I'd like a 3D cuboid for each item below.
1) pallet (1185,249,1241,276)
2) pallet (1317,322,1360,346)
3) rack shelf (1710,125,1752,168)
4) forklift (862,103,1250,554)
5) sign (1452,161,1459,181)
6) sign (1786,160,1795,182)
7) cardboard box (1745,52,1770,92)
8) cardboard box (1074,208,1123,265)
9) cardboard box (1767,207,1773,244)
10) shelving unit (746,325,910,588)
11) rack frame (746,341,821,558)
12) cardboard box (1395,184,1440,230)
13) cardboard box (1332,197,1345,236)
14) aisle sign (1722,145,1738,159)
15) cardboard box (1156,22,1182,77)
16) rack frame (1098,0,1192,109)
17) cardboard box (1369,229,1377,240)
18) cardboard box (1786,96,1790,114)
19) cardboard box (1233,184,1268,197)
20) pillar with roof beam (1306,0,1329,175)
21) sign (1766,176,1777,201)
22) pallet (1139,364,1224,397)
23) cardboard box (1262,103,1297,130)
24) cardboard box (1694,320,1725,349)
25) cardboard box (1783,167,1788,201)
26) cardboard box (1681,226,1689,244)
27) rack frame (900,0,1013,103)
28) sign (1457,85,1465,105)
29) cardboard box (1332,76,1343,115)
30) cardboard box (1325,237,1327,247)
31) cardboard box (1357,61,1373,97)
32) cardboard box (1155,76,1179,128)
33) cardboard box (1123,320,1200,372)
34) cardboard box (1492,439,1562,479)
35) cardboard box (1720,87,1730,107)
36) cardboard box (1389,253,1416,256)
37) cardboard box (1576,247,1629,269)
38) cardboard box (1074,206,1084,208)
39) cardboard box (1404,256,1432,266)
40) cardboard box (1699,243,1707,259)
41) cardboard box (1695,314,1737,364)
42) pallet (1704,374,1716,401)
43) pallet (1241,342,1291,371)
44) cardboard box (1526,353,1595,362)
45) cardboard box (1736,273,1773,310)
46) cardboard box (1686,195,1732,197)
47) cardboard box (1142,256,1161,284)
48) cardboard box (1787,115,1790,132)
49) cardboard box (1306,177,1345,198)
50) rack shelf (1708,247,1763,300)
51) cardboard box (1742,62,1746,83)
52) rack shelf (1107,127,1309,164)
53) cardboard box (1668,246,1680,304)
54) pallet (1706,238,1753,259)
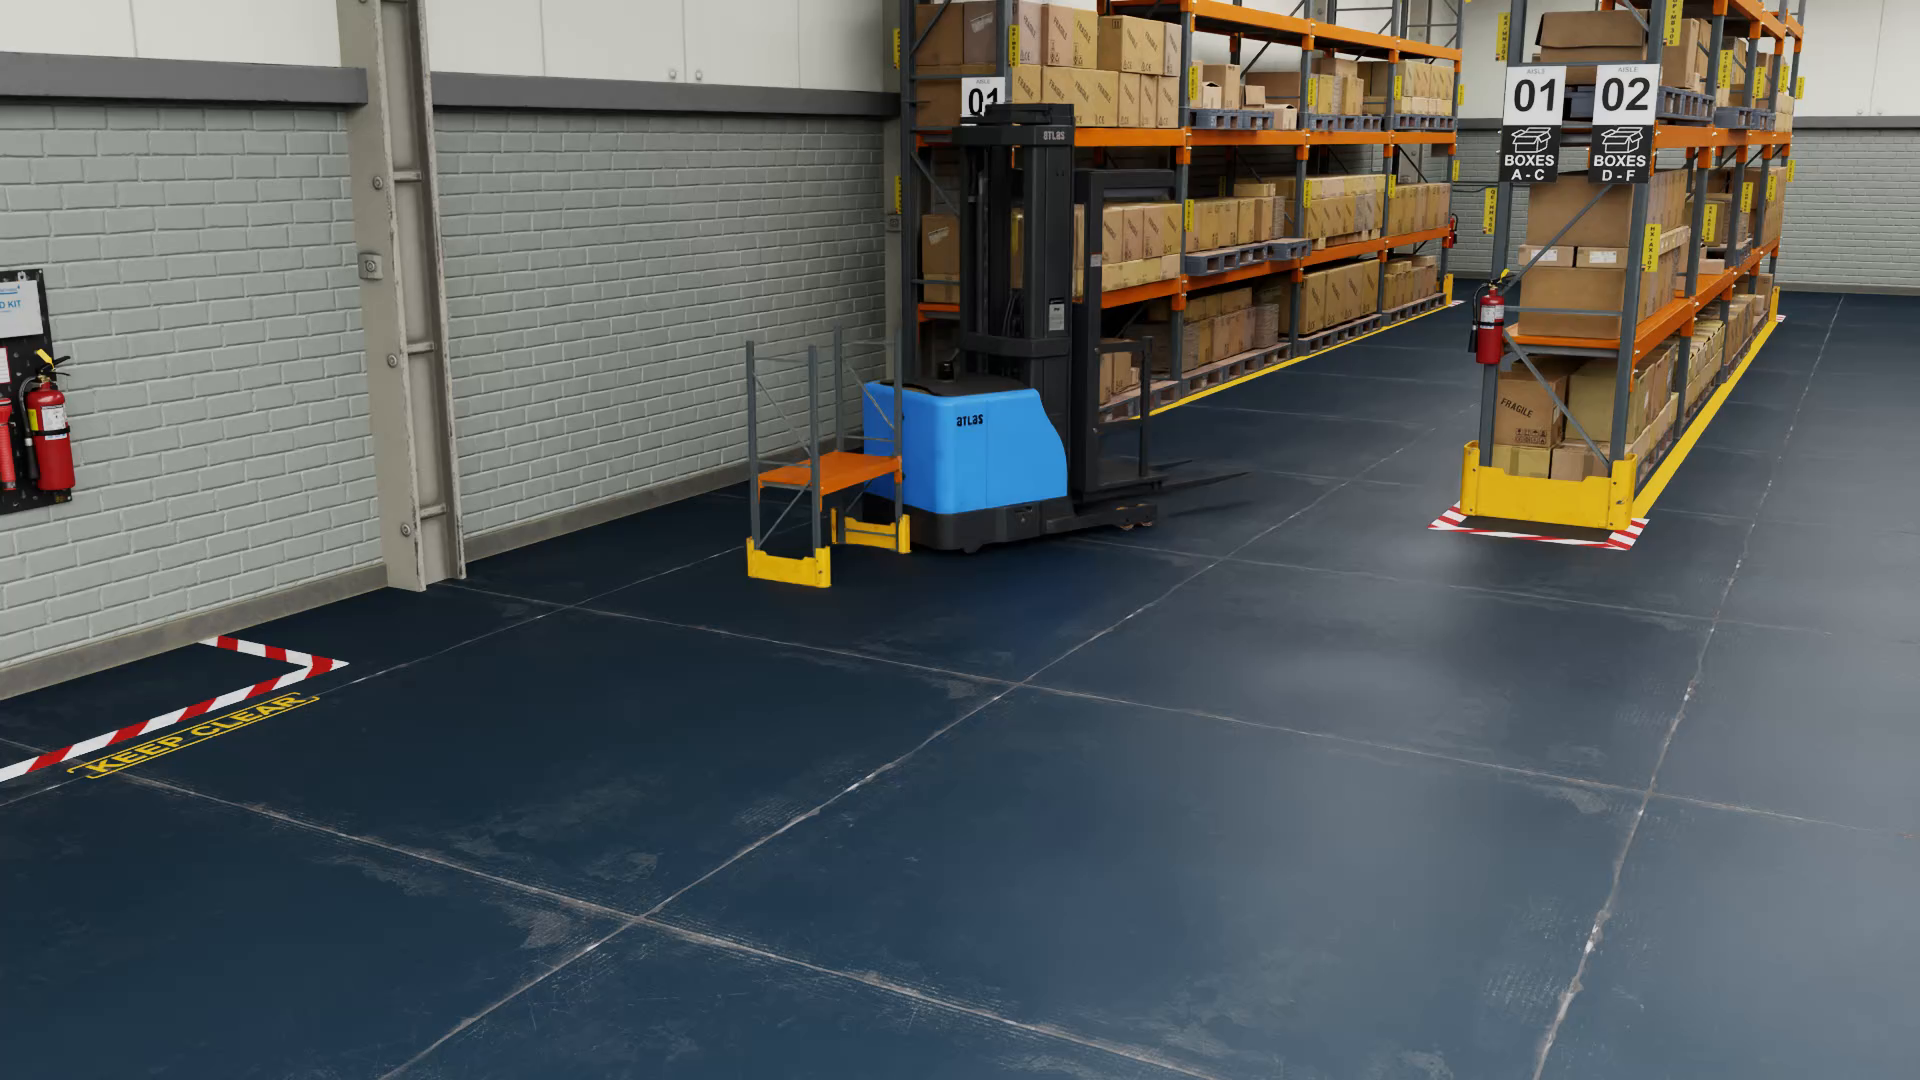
[{"bbox_3d":[2.393,-3.055,18.216,1.003,0.211,1.213,7,15,28],"label":"pallet"},{"bbox_3d":[4.867,-2.876,23.012,1.003,0.211,1.213,7,15,28],"label":"pallet"},{"bbox_3d":[7.201,-3.967,16.721,1.077,0.370,4.000,7,15,28],"label":"rack shelf"},{"bbox_3d":[0.804,-1.585,11.855,3.031,2.935,1.130,-10,17,-35],"label":"forklift"},{"bbox_3d":[8.165,-6.084,27.393,0.100,0.325,0.005,7,15,28],"label":"sign"},{"bbox_3d":[12.511,-5.559,25.048,0.100,0.325,0.005,7,15,28],"label":"sign"},{"bbox_3d":[10.303,-6.186,22.046,0.700,0.500,0.500,7,15,28],"label":"cardboard box"},{"bbox_3d":[1.198,-2.866,15.697,0.500,0.500,0.500,8,16,30],"label":"cardboard box"},{"bbox_3d":[10.831,-4.317,22.826,0.500,0.500,0.500,8,16,29],"label":"cardboard box"},{"bbox_3d":[-0.844,-0.573,10.710,0.587,1.500,1.083,7,15,27],"label":"shelving unit"},{"bbox_3d":[-1.086,-0.466,10.266,0.500,1.500,0.032,7,15,27],"label":"rack frame"},{"bbox_3d":[7.117,-5.360,26.725,0.980,0.700,0.700,7,15,28],"label":"cardboard box"},{"bbox_3d":[4.791,-4.311,22.123,0.500,0.500,0.500,7,15,28],"label":"cardboard box"},{"bbox_3d":[11.811,-6.221,25.390,0.394,0.787,0.004,7,15,28],"label":"aisle sign"},{"bbox_3d":[1.891,-4.877,16.575,0.500,0.500,0.500,6,15,23],"label":"cardboard box"},{"bbox_3d":[1.896,-5.925,16.908,1.000,3.000,0.127,7,15,28],"label":"rack frame"},{"bbox_3d":[5.746,-4.381,23.800,0.380,0.149,0.250,8,16,29],"label":"cardboard box"},{"bbox_3d":[11.523,-6.199,23.700,0.500,0.250,0.500,7,15,28],"label":"cardboard box"},{"bbox_3d":[3.546,-4.265,20.288,0.380,0.149,0.250,5,14,19],"label":"cardboard box"},{"bbox_3d":[9.113,-7.320,22.695,9.100,9.000,0.400,7,15,28],"label":"pillar with roof beam"},{"bbox_3d":[10.589,-4.590,21.701,0.100,0.325,0.005,7,15,28],"label":"sign"},{"bbox_3d":[2.271,-1.813,18.601,1.003,0.211,1.213,7,15,28],"label":"pallet"},{"bbox_3d":[3.718,-5.075,19.932,0.500,0.311,0.500,7,15,28],"label":"cardboard box"},{"bbox_3d":[8.130,-2.273,18.336,0.500,0.311,0.500,8,16,30],"label":"cardboard box"},{"bbox_3d":[12.061,-5.322,24.862,0.500,0.500,0.500,7,15,28],"label":"cardboard box"},{"bbox_3d":[6.290,-2.732,14.867,0.380,0.149,0.250,7,15,28],"label":"cardboard box"},{"bbox_3d":[-0.038,-5.104,13.504,1.000,3.000,0.127,7,15,28],"label":"rack frame"},{"bbox_3d":[8.165,-7.256,27.110,0.100,0.325,0.005,7,15,28],"label":"sign"},{"bbox_3d":[4.731,-5.985,22.407,0.700,0.500,0.500,7,15,28],"label":"cardboard box"},{"bbox_3d":[4.655,-3.973,22.107,0.380,0.149,0.250,8,16,29],"label":"cardboard box"},{"bbox_3d":[5.897,-6.822,24.641,0.500,0.500,0.500,7,15,28],"label":"cardboard box"},{"bbox_3d":[1.867,-4.393,16.698,0.500,0.500,0.500,8,16,30],"label":"cardboard box"},{"bbox_3d":[2.237,-2.160,18.487,0.700,0.500,0.500,8,16,30],"label":"cardboard box"},{"bbox_3d":[4.301,-0.638,12.751,0.500,0.250,0.500,7,15,28],"label":"cardboard box"},{"bbox_3d":[7.760,-4.649,17.440,0.500,0.250,0.500,8,16,30],"label":"cardboard box"},{"bbox_3d":[7.331,-4.668,27.549,0.380,0.149,0.250,7,15,28],"label":"cardboard box"},{"bbox_3d":[4.679,-2.047,12.027,0.380,0.149,0.250,7,15,28],"label":"cardboard box"},{"bbox_3d":[0.987,-3.029,16.377,0.500,0.500,0.500,8,16,30],"label":"cardboard box"},{"bbox_3d":[7.421,-4.520,26.936,0.380,0.149,0.250,8,16,30],"label":"cardboard box"},{"bbox_3d":[7.954,-3.155,18.412,0.500,0.311,0.500,9,16,32],"label":"cardboard box"},{"bbox_3d":[8.638,-2.328,19.185,0.500,0.500,0.500,8,16,30],"label":"cardboard box"},{"bbox_3d":[7.736,-1.748,18.335,1.003,0.211,1.213,7,15,28],"label":"pallet"},{"bbox_3d":[3.450,-2.313,20.678,1.003,0.211,1.213,7,15,28],"label":"pallet"},{"bbox_3d":[5.013,-1.312,13.947,0.500,0.500,0.500,7,15,28],"label":"cardboard box"},{"bbox_3d":[11.988,-3.769,25.161,0.500,0.500,0.500,7,15,28],"label":"cardboard box"},{"bbox_3d":[9.400,-4.122,21.121,0.700,0.500,0.500,10,17,37],"label":"cardboard box"},{"bbox_3d":[1.684,-2.712,16.661,0.500,0.250,0.500,7,15,28],"label":"cardboard box"},{"bbox_3d":[11.766,-6.058,24.183,0.500,0.250,0.500,7,15,28],"label":"cardboard box"},{"bbox_3d":[4.772,-4.674,22.029,0.500,0.250,0.500,7,15,28],"label":"cardboard box"},{"bbox_3d":[9.135,-3.329,20.477,1.077,0.370,4.000,7,15,28],"label":"rack shelf"},{"bbox_3d":[9.151,-5.480,20.140,0.600,0.600,0.600,7,15,26],"label":"cardboard box"},{"bbox_3d":[2.863,-4.527,19.046,1.077,0.370,4.000,7,15,28],"label":"rack shelf"},{"bbox_3d":[6.025,-2.405,14.894,0.700,0.500,0.500,7,15,27],"label":"cardboard box"},{"bbox_3d":[9.104,-3.575,20.370,1.003,0.211,1.213,7,15,28],"label":"pallet"}]
